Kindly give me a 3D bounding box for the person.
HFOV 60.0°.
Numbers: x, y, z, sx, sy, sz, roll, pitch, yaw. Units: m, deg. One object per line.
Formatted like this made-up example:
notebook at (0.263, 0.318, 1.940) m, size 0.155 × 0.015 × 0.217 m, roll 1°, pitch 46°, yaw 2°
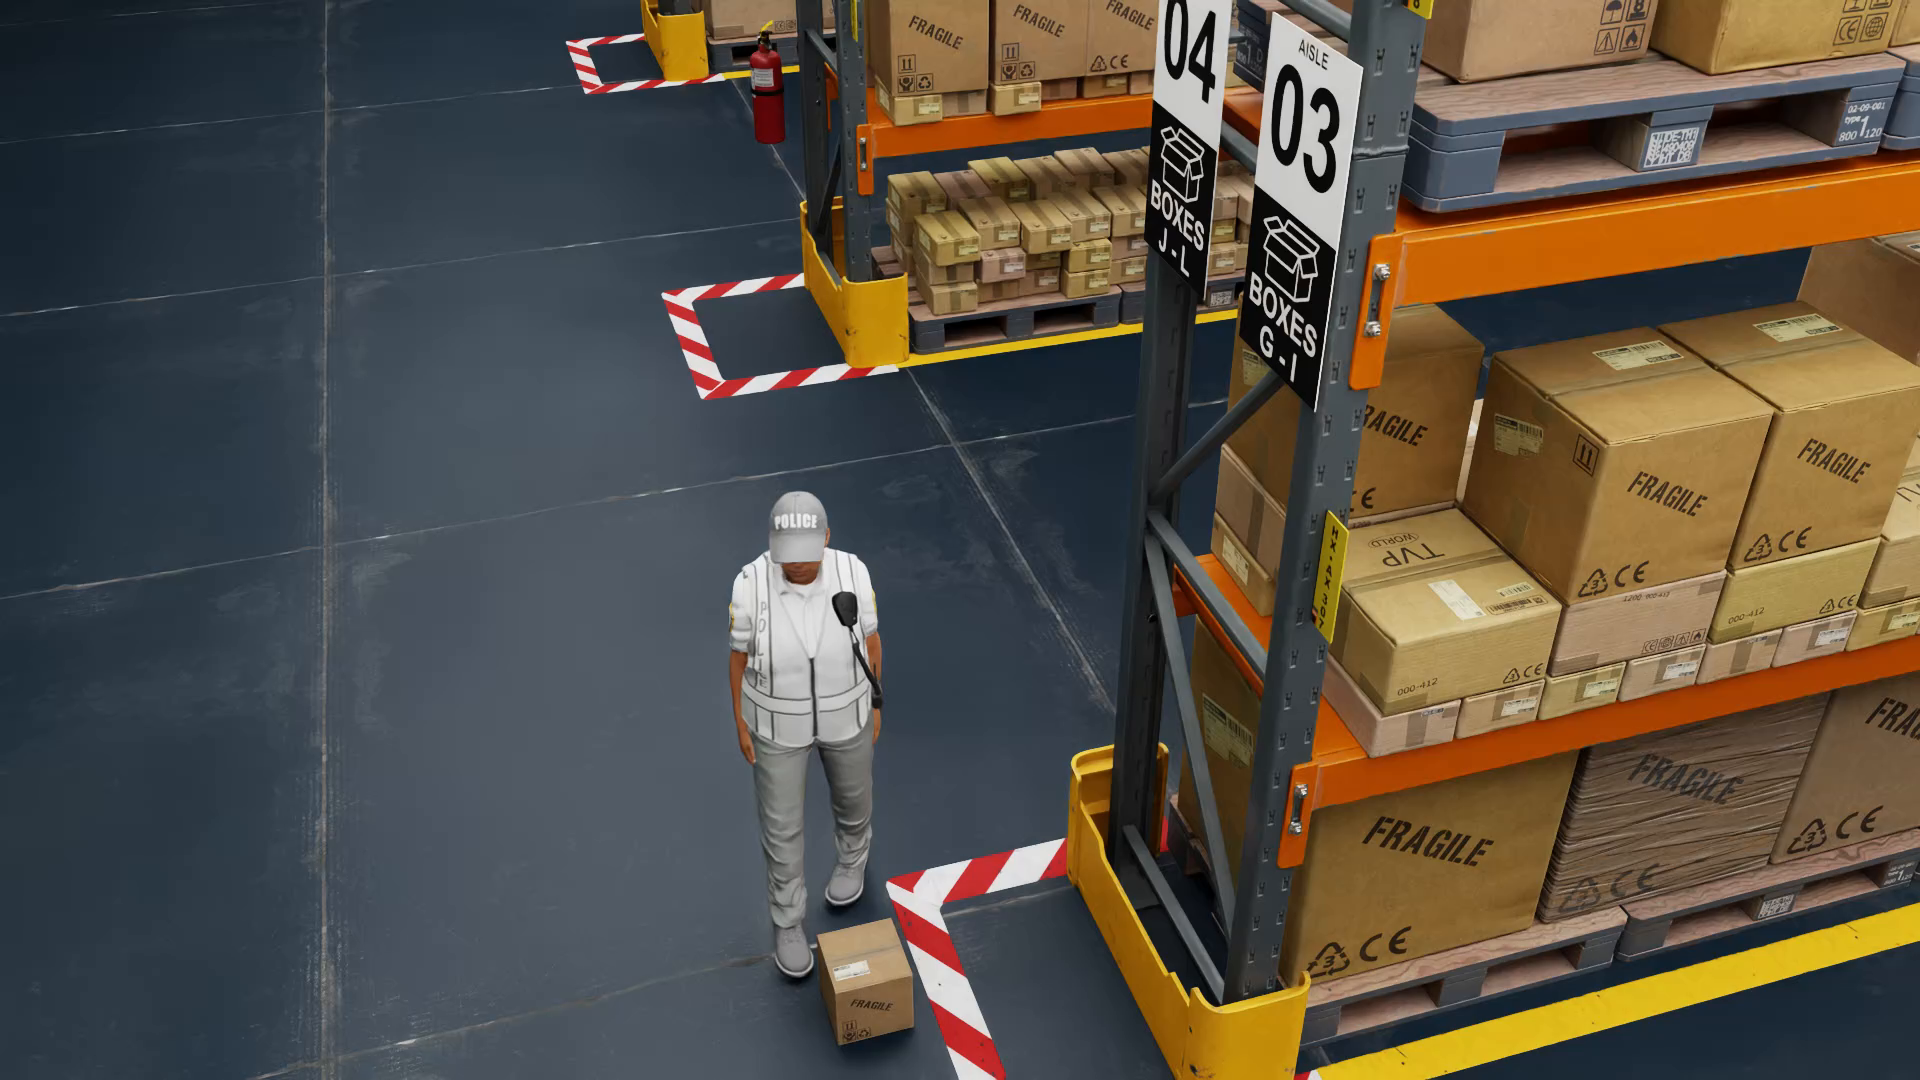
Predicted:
person at (-0.464, 0.596, 5.254) m, size 0.483 × 1.665 × 0.567 m, roll -7°, pitch 35°, yaw -10°
